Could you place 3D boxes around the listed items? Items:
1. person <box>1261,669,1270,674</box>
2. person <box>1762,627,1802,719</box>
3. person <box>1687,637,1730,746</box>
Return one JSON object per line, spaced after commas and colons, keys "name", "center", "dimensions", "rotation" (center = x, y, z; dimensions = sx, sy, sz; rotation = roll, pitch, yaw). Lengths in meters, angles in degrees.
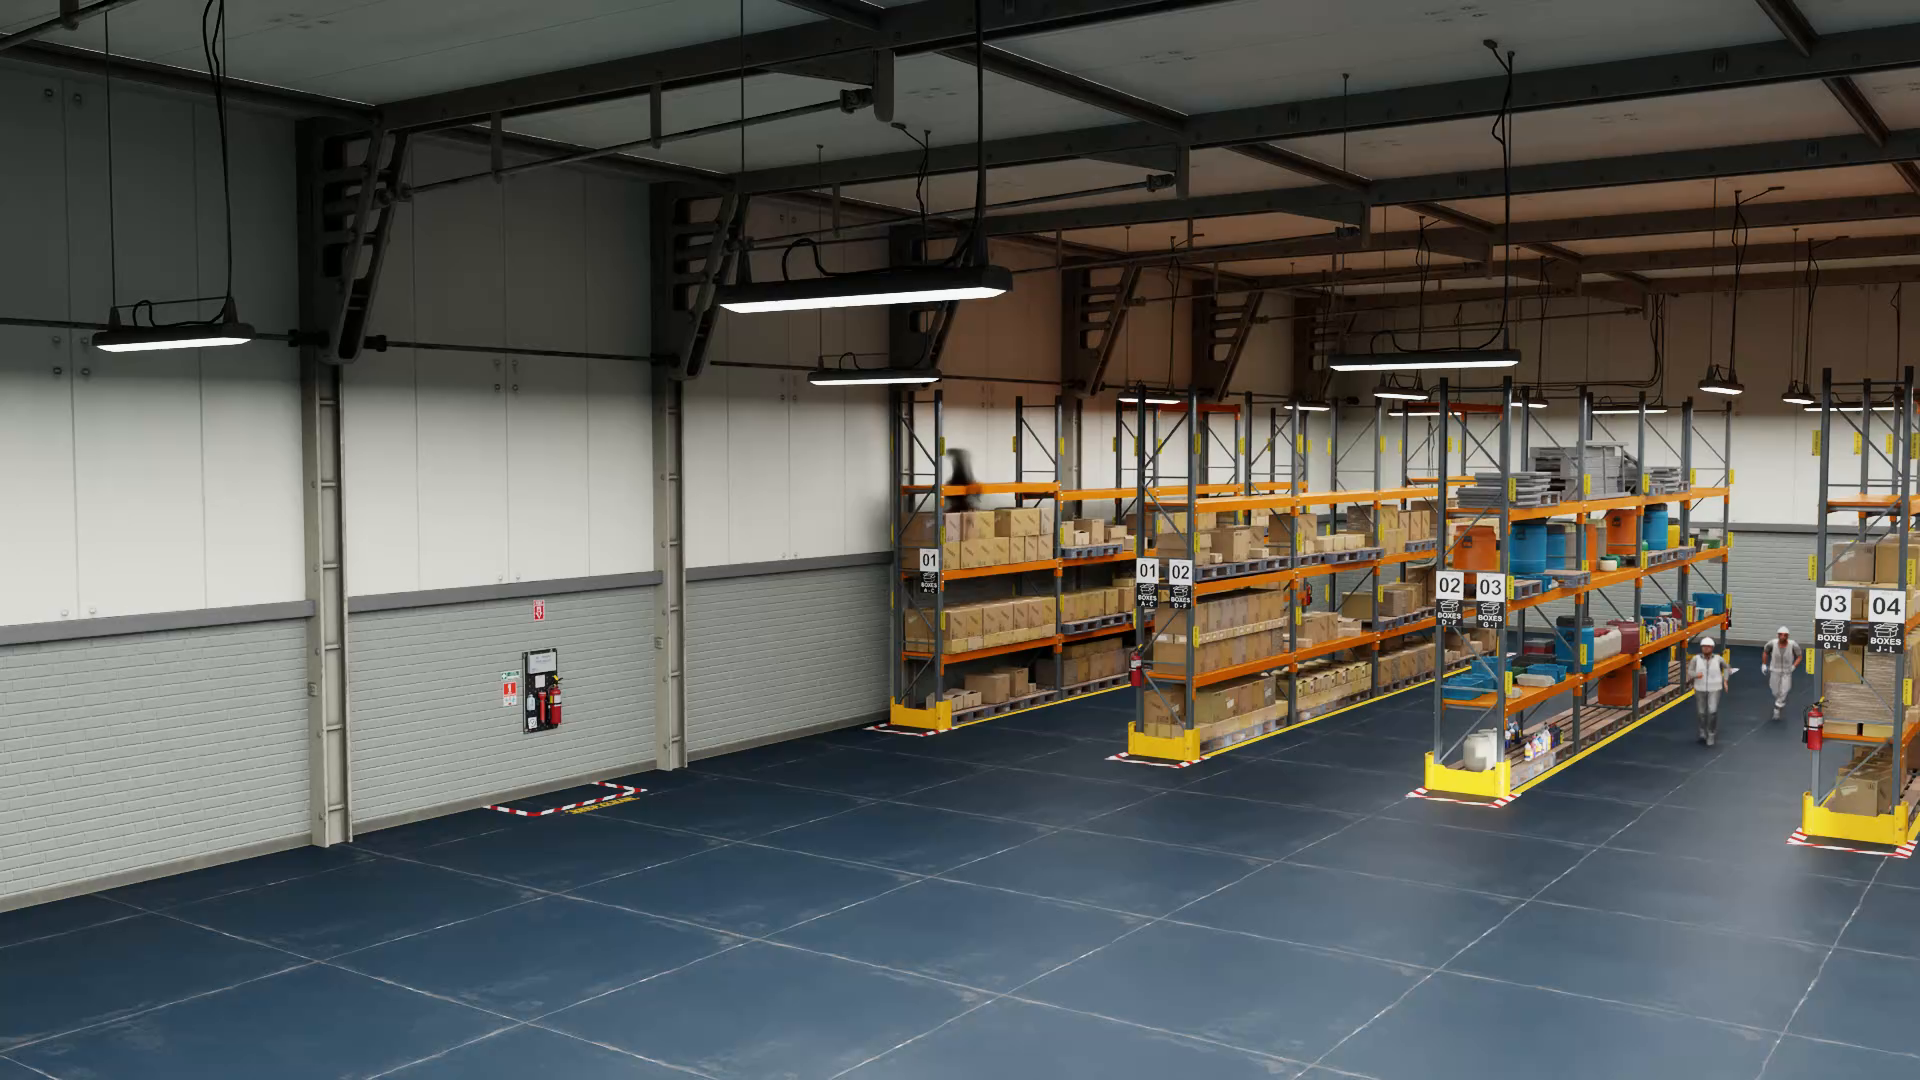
{"name": "person", "center": [6.352, 2.267, 34.779], "dimensions": [0.568, 1.636, 0.959], "rotation": [1, 3, 21]}
{"name": "person", "center": [15.106, 2.429, 30.569], "dimensions": [0.653, 1.715, 0.707], "rotation": [1, 3, 22]}
{"name": "person", "center": [12.579, 2.547, 27.977], "dimensions": [0.640, 1.825, 0.830], "rotation": [2, 4, 29]}
